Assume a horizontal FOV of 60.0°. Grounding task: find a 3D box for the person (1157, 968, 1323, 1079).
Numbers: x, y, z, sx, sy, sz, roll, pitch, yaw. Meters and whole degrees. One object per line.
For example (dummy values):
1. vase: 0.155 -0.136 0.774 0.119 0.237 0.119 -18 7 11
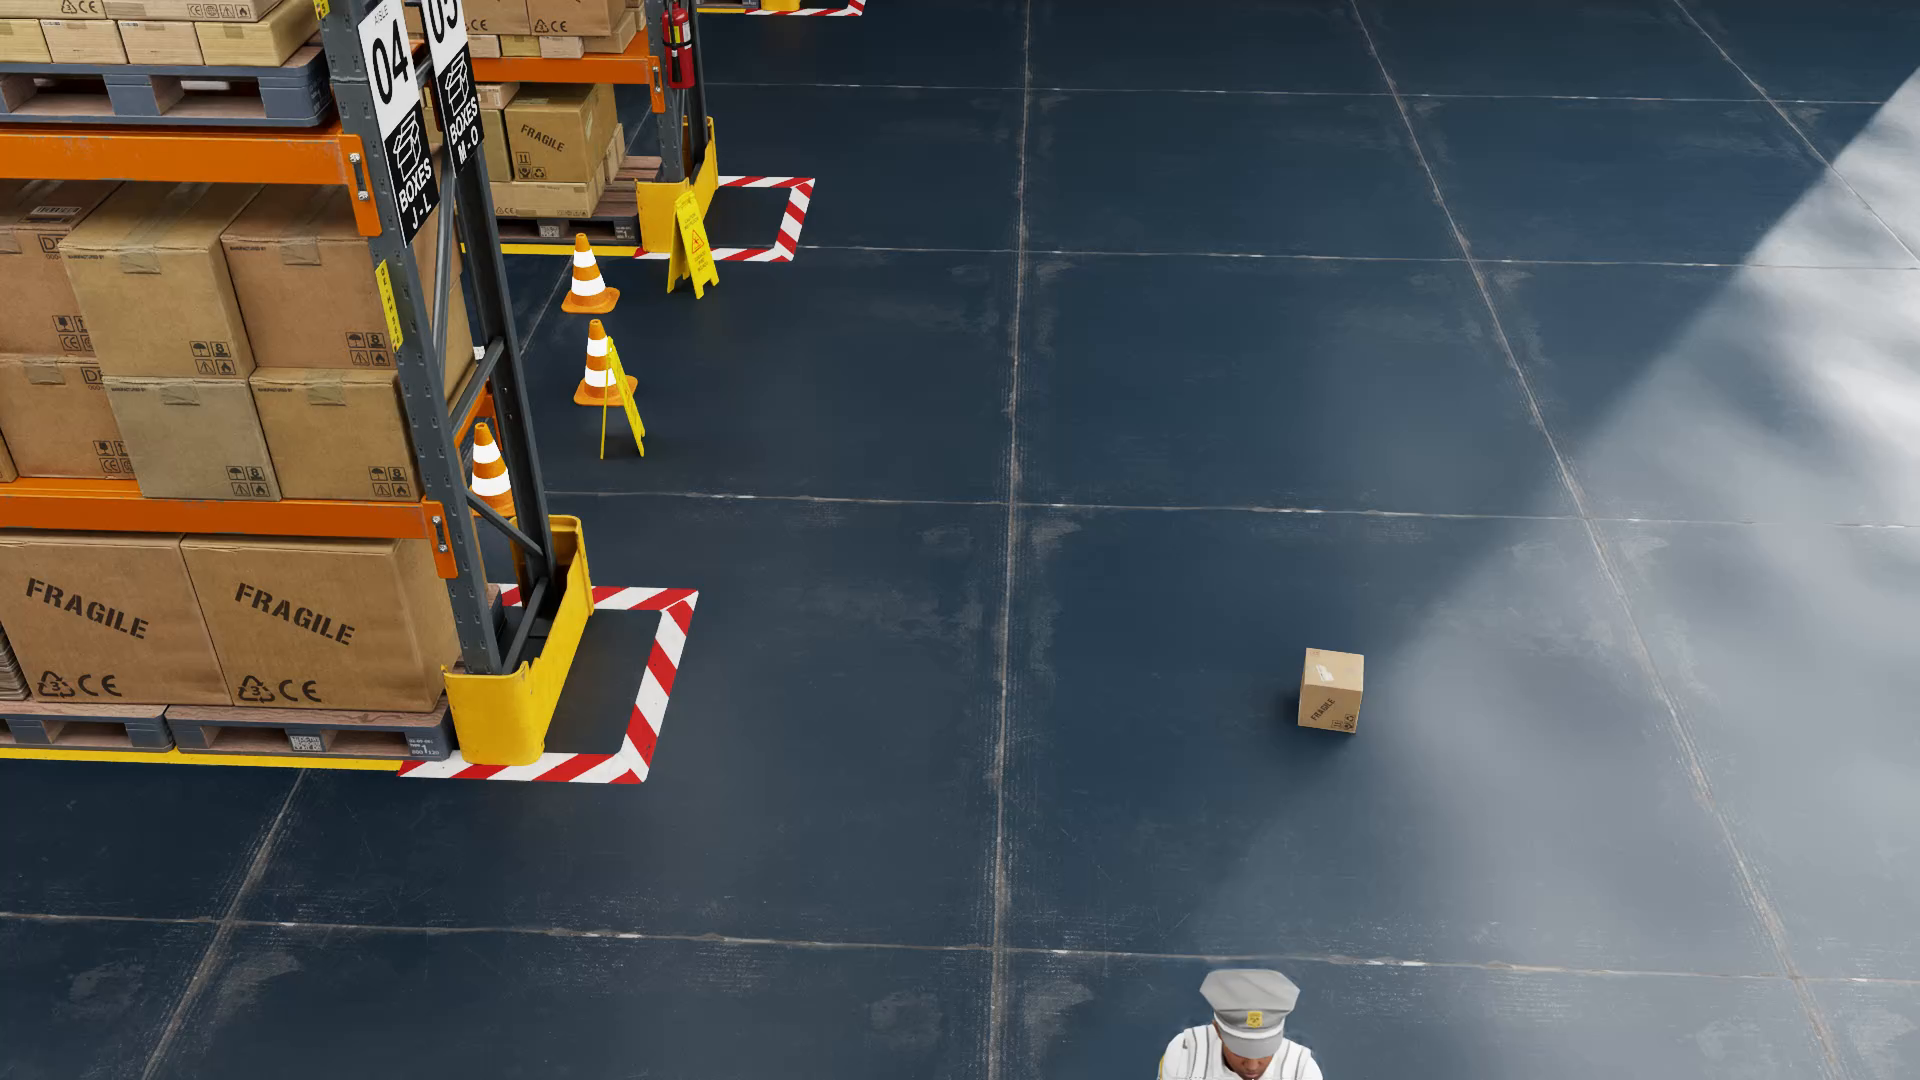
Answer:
1. person: 0.730 1.847 4.546 0.486 1.708 0.793 4 36 5
